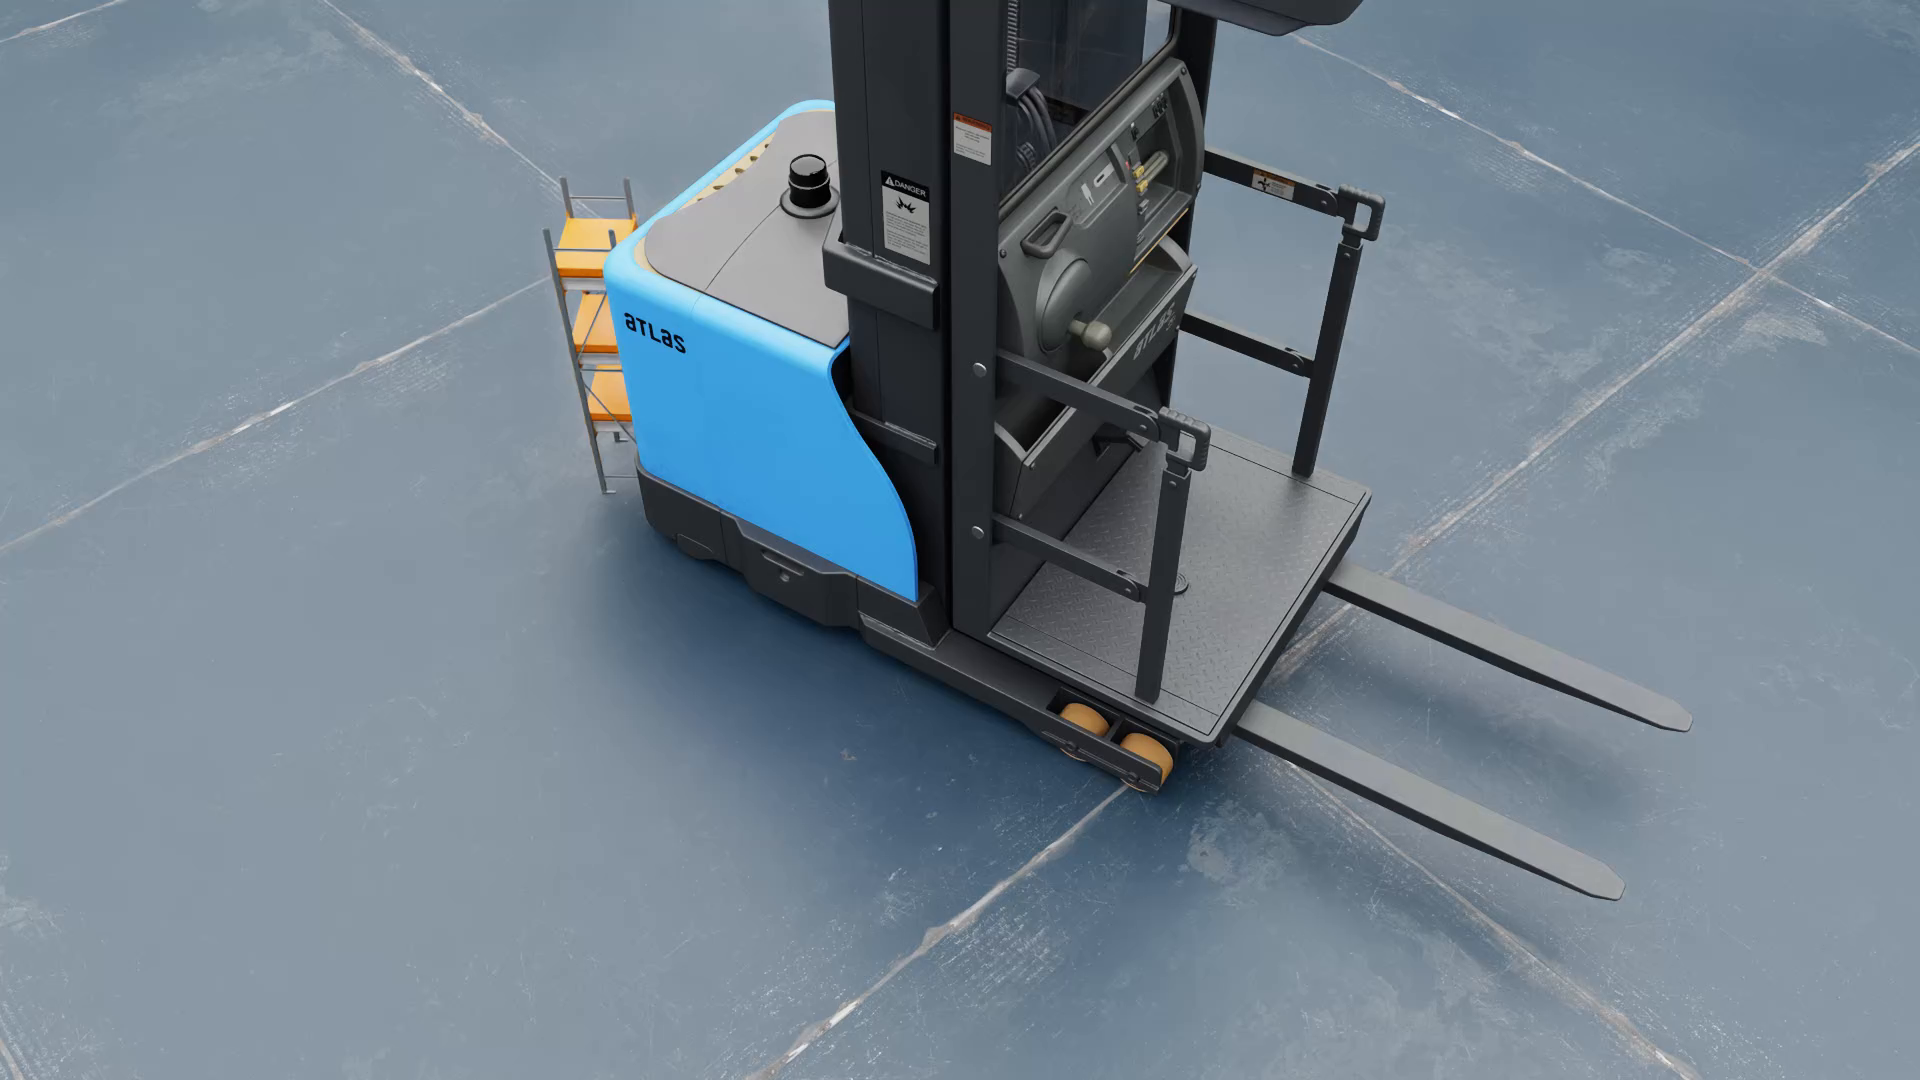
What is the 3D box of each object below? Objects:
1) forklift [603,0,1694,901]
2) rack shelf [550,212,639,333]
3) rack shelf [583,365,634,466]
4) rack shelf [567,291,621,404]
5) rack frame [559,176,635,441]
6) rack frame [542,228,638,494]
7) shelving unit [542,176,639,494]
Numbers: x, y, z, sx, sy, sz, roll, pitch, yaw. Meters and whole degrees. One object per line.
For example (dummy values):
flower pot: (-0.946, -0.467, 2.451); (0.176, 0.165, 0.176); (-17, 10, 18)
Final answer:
forklift: (0.531, -0.748, 3.946); (3.031, 2.935, 1.130); (25, 52, 21)
rack shelf: (-1.057, -0.782, 4.886); (0.215, 0.259, 0.240); (1, 47, 1)
rack shelf: (-1.057, -0.401, 5.298); (0.215, 0.259, 0.240); (1, 47, 1)
rack shelf: (-1.057, -0.590, 5.094); (0.215, 0.259, 0.240); (1, 47, 1)
rack frame: (-1.053, -0.687, 5.169); (0.200, 1.050, 0.008); (1, 47, 1)
rack frame: (-1.060, -0.507, 5.004); (0.200, 1.050, 0.008); (1, 47, 1)
shelving unit: (-1.057, -0.597, 5.086); (0.215, 1.050, 0.252); (1, 47, 1)
